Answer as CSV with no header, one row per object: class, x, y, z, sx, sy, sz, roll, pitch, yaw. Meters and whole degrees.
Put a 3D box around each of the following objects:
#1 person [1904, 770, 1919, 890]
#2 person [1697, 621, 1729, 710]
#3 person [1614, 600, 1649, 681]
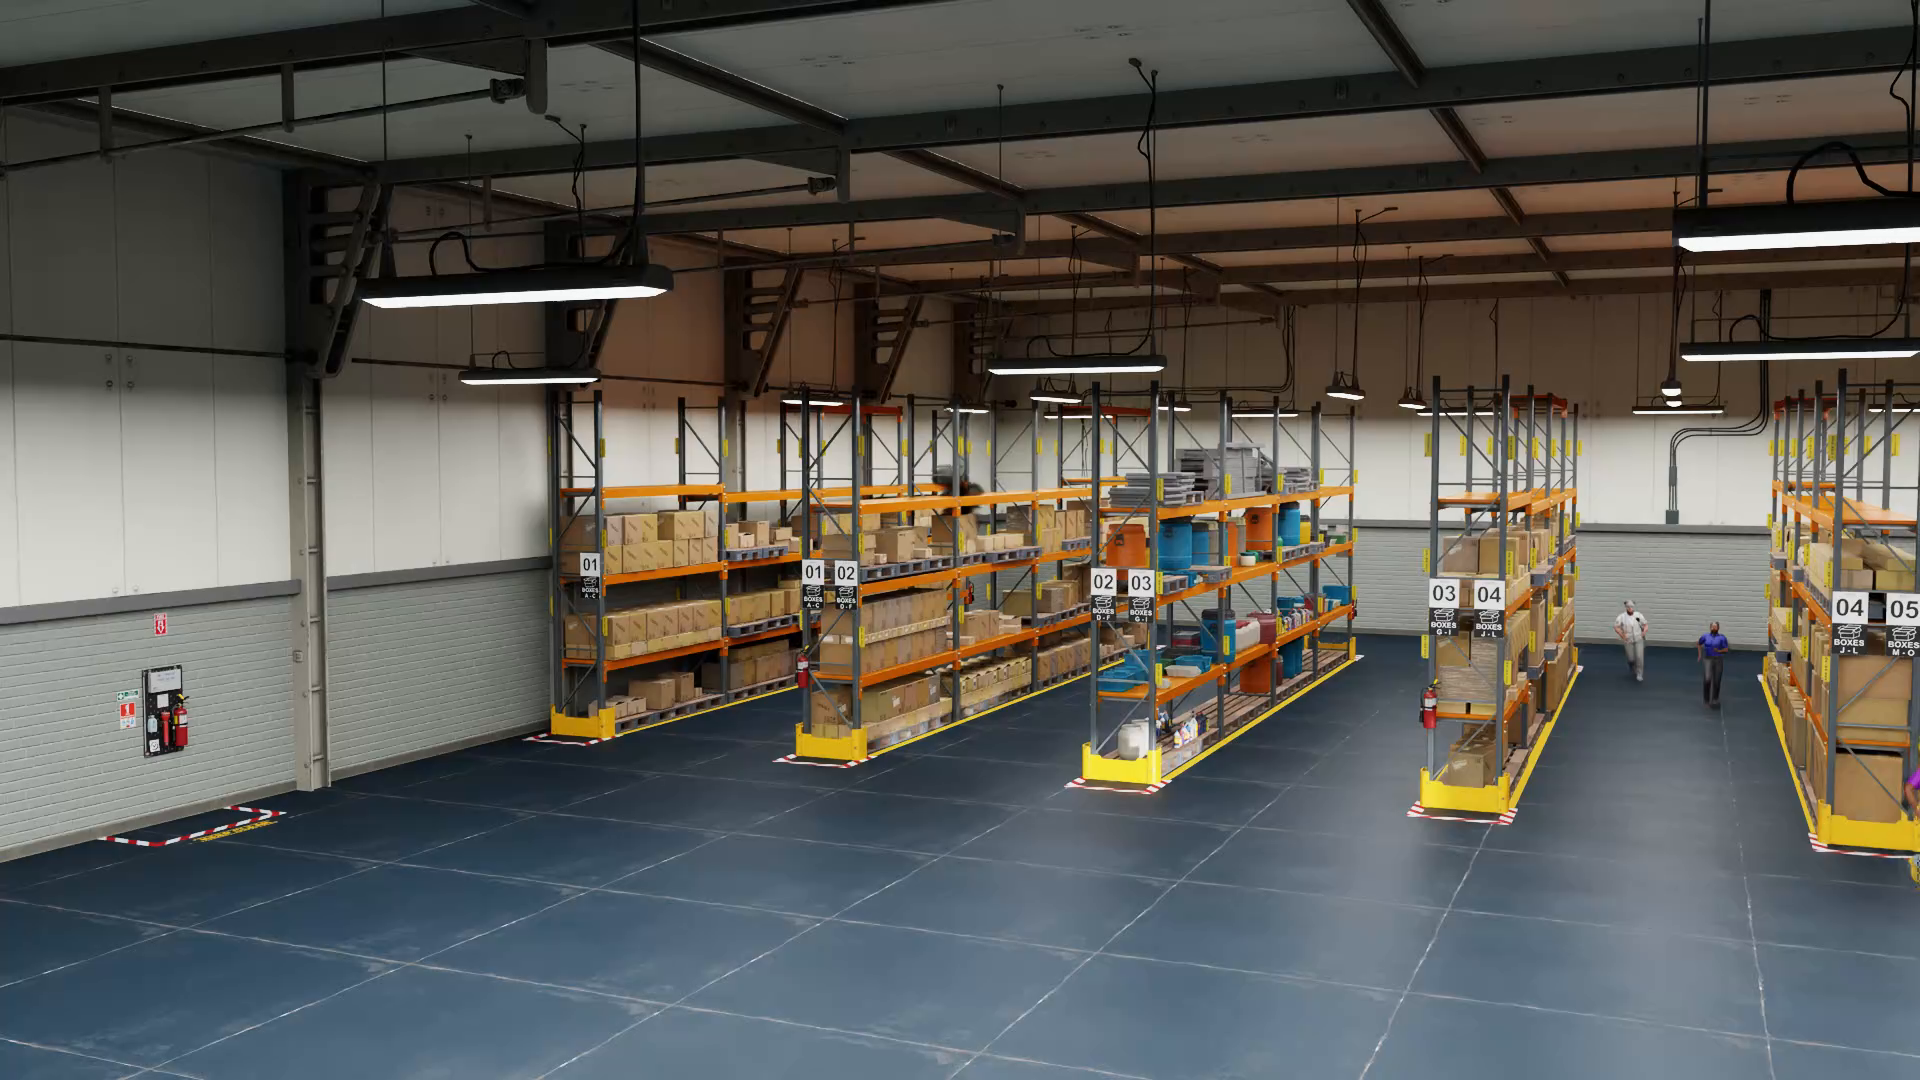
person,10.985,3.114,18.609,0.710,1.719,0.566,-2,4,-26
person,14.485,2.413,32.001,0.544,1.716,0.752,1,3,21
person,14.541,2.156,36.040,0.663,1.728,0.656,1,3,14
